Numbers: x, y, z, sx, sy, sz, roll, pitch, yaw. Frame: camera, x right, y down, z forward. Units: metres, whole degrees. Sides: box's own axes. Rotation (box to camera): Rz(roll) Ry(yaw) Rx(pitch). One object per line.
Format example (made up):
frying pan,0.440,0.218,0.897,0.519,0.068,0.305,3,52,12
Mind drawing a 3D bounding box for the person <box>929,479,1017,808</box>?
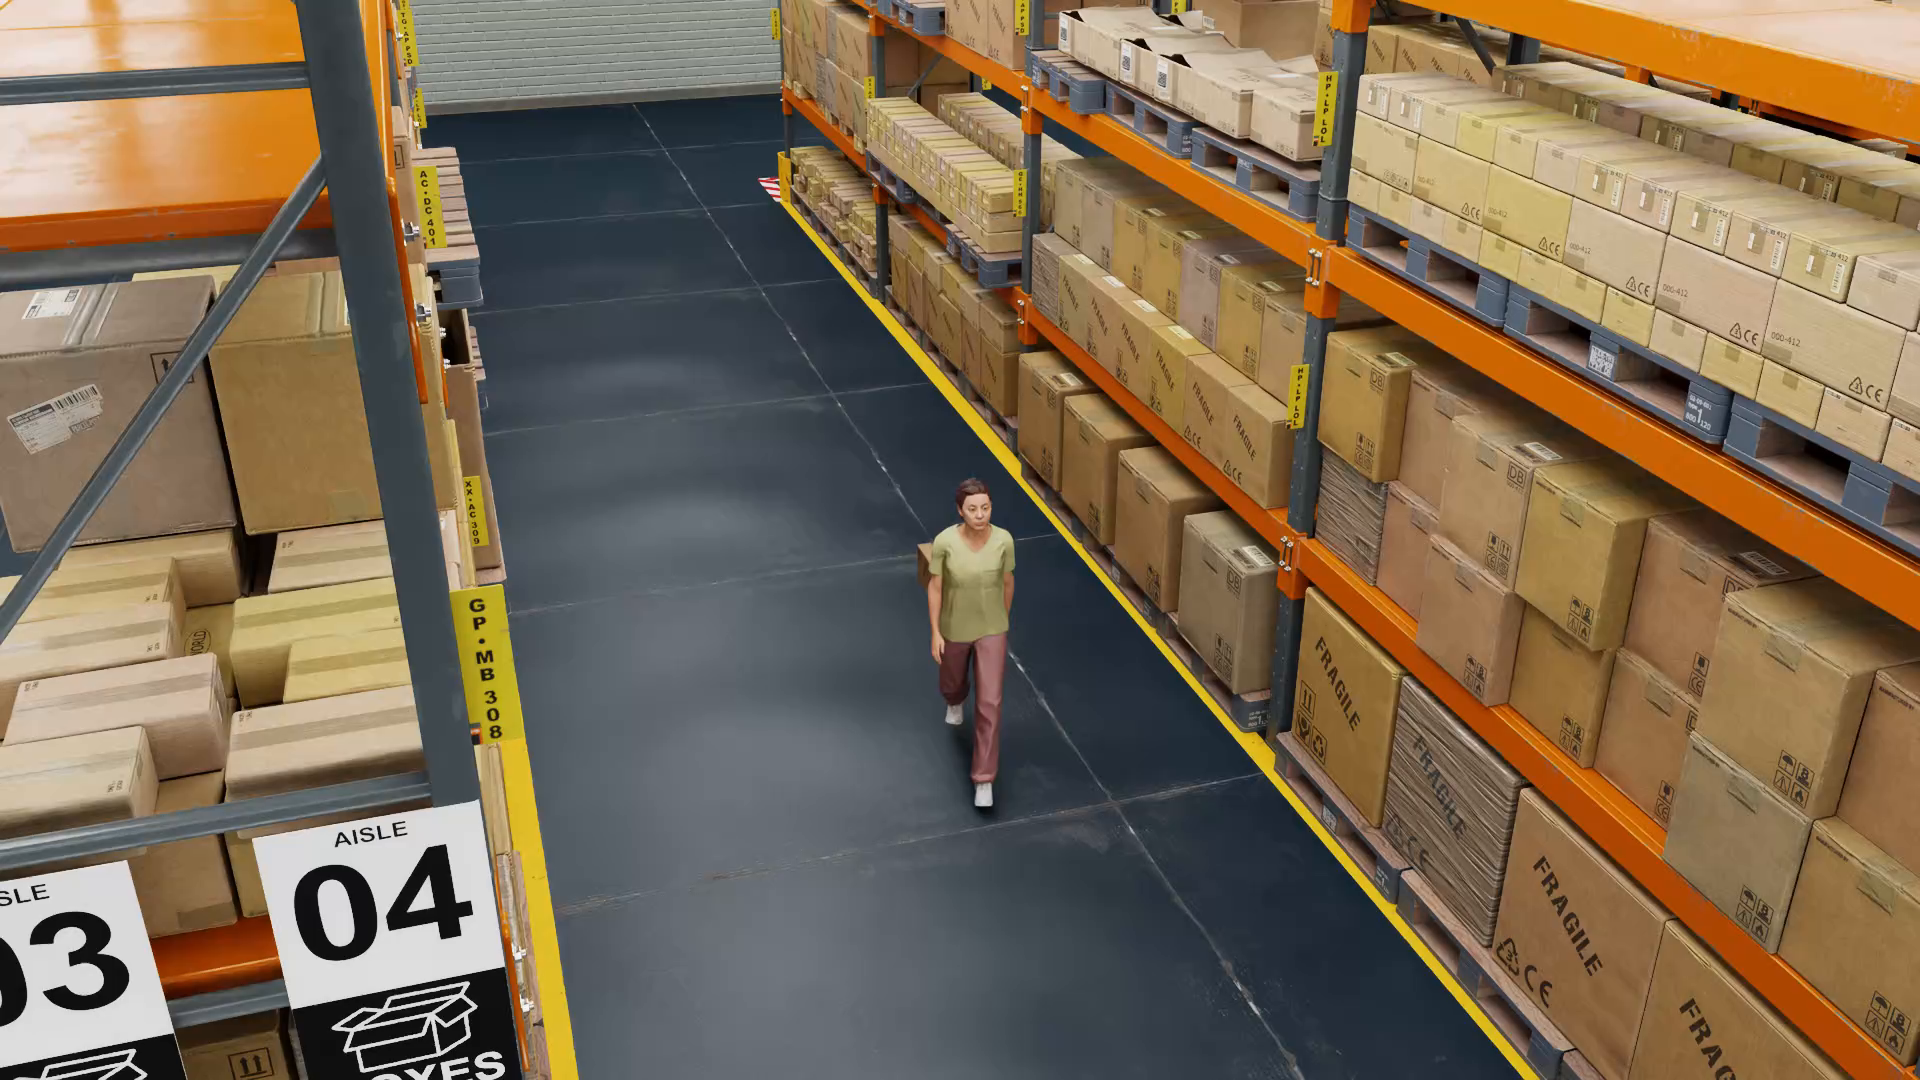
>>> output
person,0.064,0.454,8.452,0.441,1.608,0.953,0,26,0
